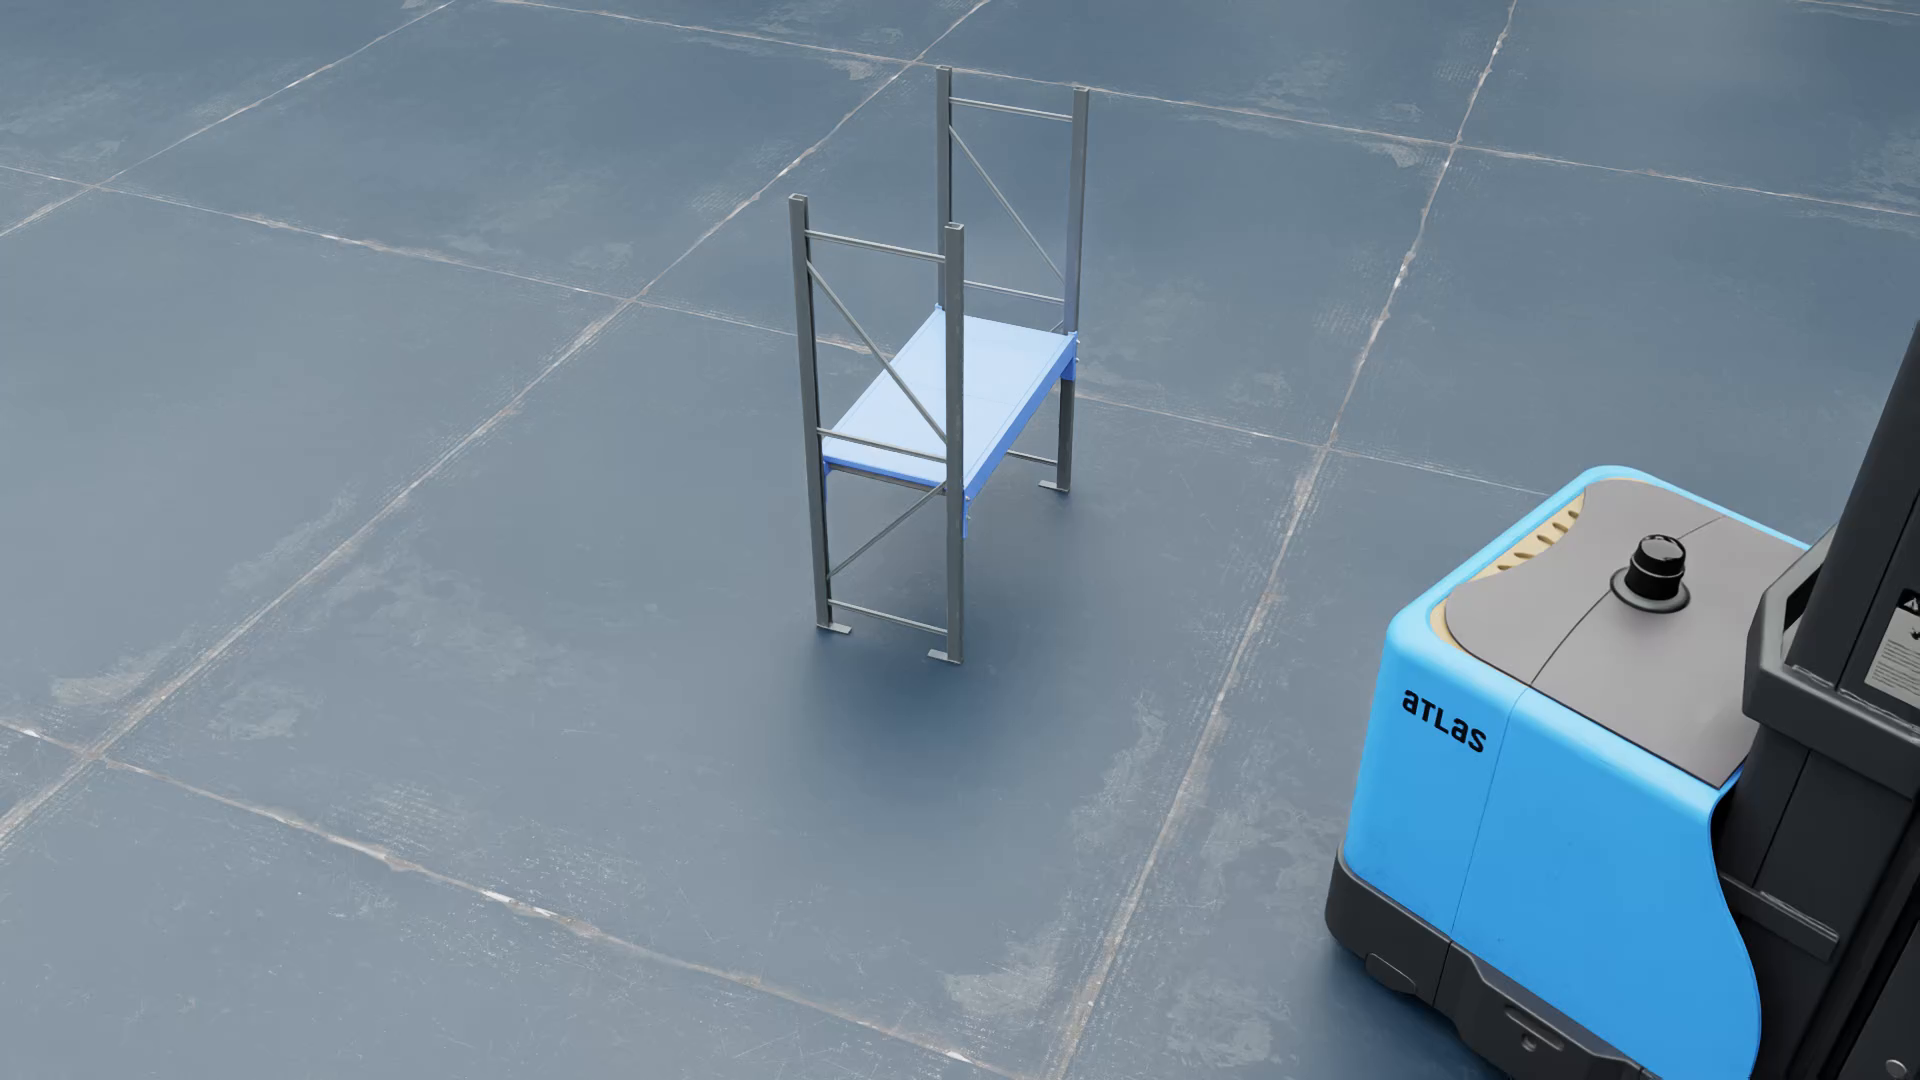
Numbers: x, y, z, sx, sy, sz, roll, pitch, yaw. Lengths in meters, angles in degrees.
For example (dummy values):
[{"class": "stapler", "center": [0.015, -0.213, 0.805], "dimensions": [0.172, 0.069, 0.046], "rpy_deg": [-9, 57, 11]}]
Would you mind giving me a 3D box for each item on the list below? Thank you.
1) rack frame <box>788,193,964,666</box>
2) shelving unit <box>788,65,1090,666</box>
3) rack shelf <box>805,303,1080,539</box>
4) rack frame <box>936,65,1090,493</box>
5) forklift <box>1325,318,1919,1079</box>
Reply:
[{"class": "rack frame", "center": [-0.226, -0.272, 4.861], "dimensions": [0.500, 1.500, 0.032], "rpy_deg": [14, 39, 18]}, {"class": "shelving unit", "center": [-0.032, -0.553, 5.238], "dimensions": [0.538, 1.500, 1.048], "rpy_deg": [14, 39, 18]}, {"class": "rack shelf", "center": [-0.032, -0.409, 5.345], "dimensions": [0.538, 0.185, 1.000], "rpy_deg": [14, 39, 18]}, {"class": "rack frame", "center": [0.161, -0.835, 5.614], "dimensions": [0.500, 1.500, 0.032], "rpy_deg": [14, 39, 18]}, {"class": "forklift", "center": [2.327, 0.308, 2.890], "dimensions": [1.130, 2.935, 3.031], "rpy_deg": [-30, 46, -34]}]
